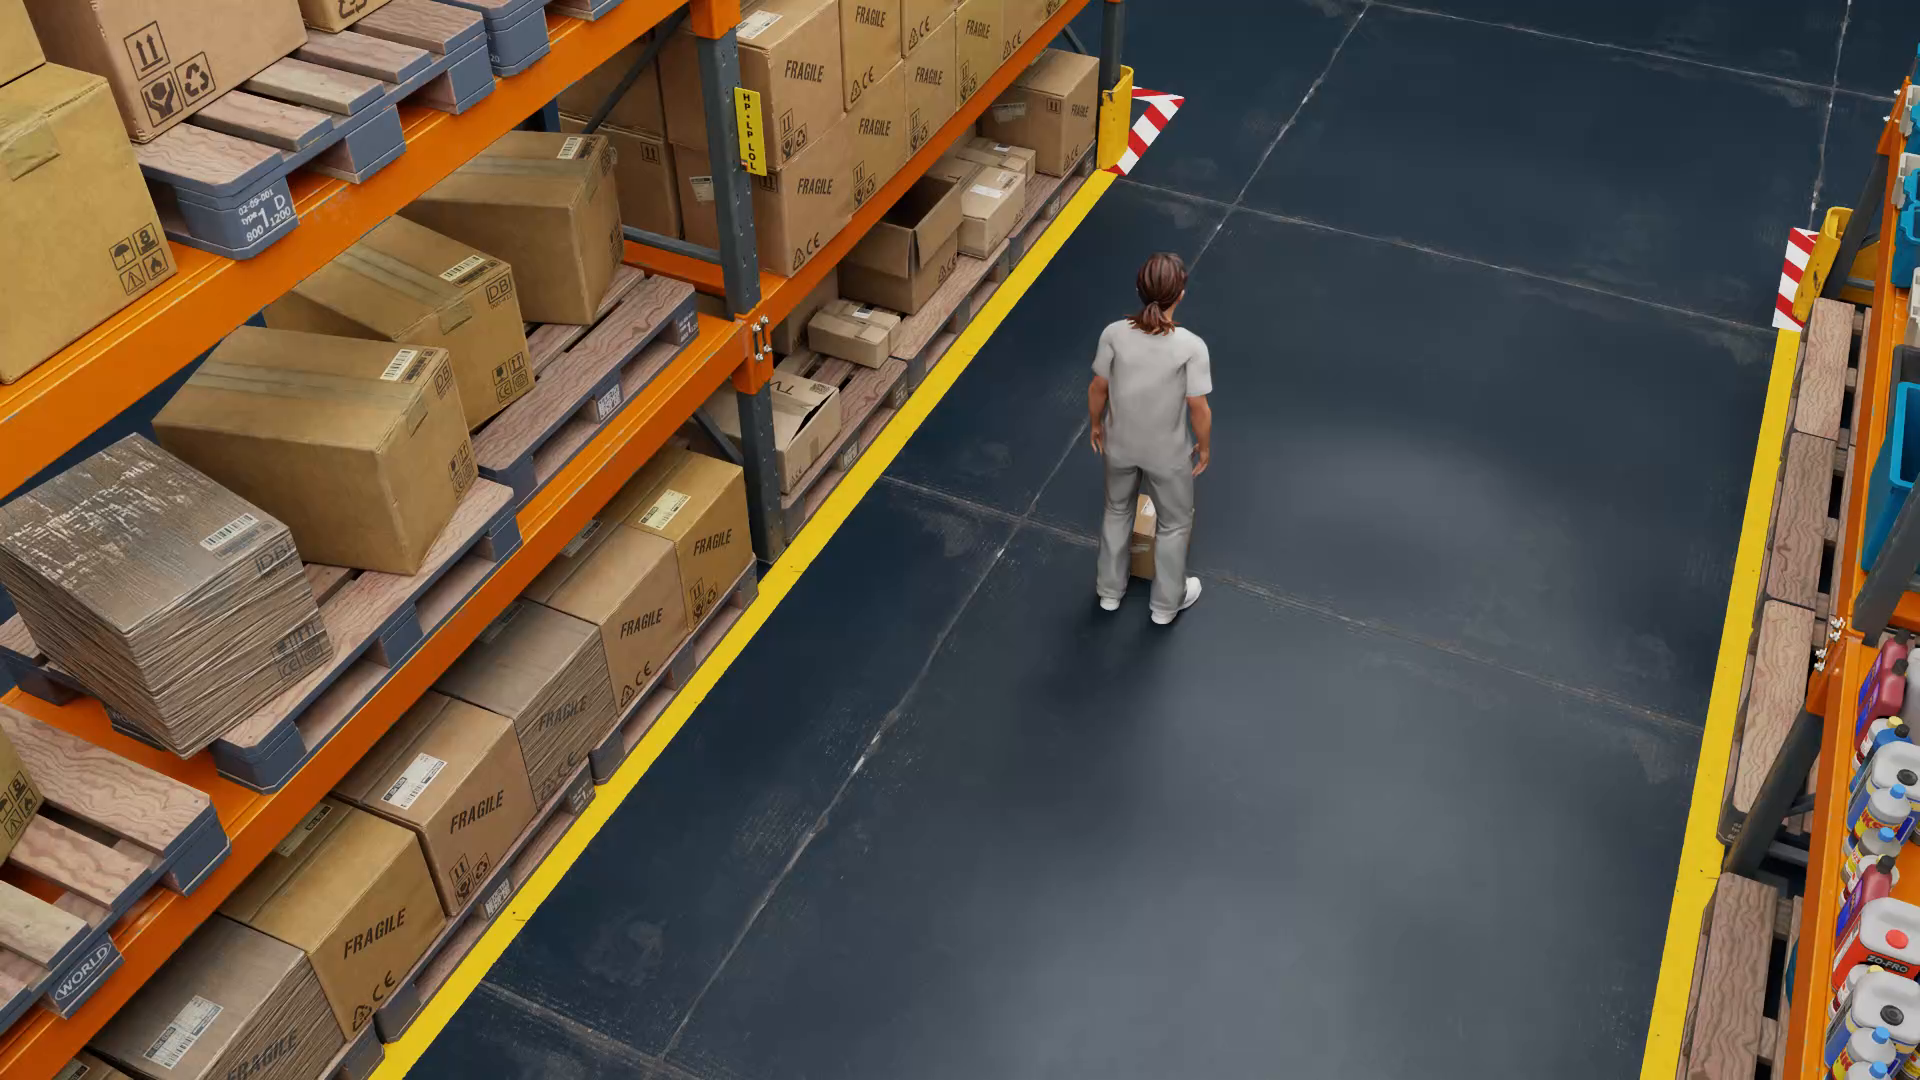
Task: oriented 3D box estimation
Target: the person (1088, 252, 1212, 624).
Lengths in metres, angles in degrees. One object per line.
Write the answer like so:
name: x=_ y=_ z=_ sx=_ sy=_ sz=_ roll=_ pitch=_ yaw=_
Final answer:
person: x=0.750 y=-0.376 z=6.576 sx=0.513 sy=1.673 sz=0.350 roll=15 pitch=44 yaw=16
